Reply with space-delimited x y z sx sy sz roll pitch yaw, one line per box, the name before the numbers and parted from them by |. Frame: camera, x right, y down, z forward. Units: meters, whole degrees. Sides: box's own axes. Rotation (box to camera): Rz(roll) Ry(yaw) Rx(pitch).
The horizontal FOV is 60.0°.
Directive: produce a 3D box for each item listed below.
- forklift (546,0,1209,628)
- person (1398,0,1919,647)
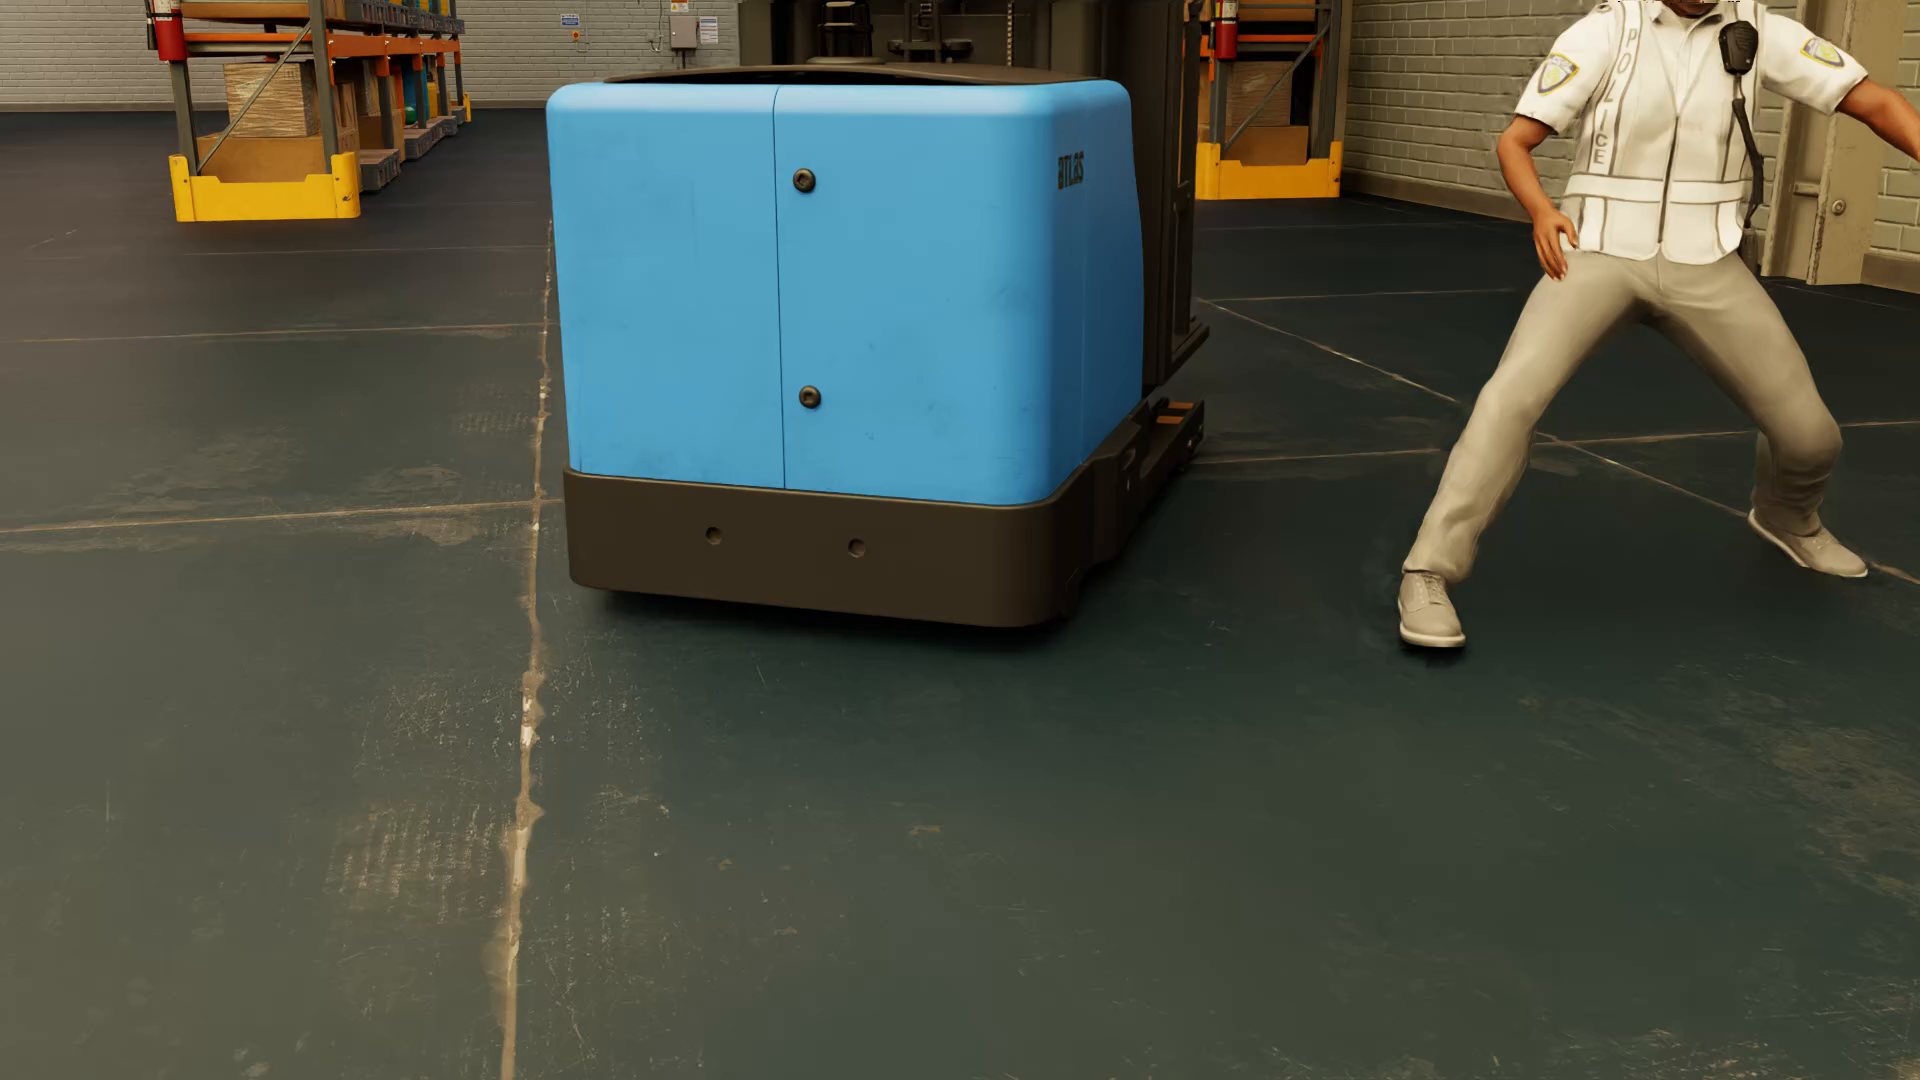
forklift | 0.083 -1.615 4.305 1.130 2.935 3.031 5 17 16
person | 1.471 -0.559 3.367 1.069 1.493 0.954 3 17 10
